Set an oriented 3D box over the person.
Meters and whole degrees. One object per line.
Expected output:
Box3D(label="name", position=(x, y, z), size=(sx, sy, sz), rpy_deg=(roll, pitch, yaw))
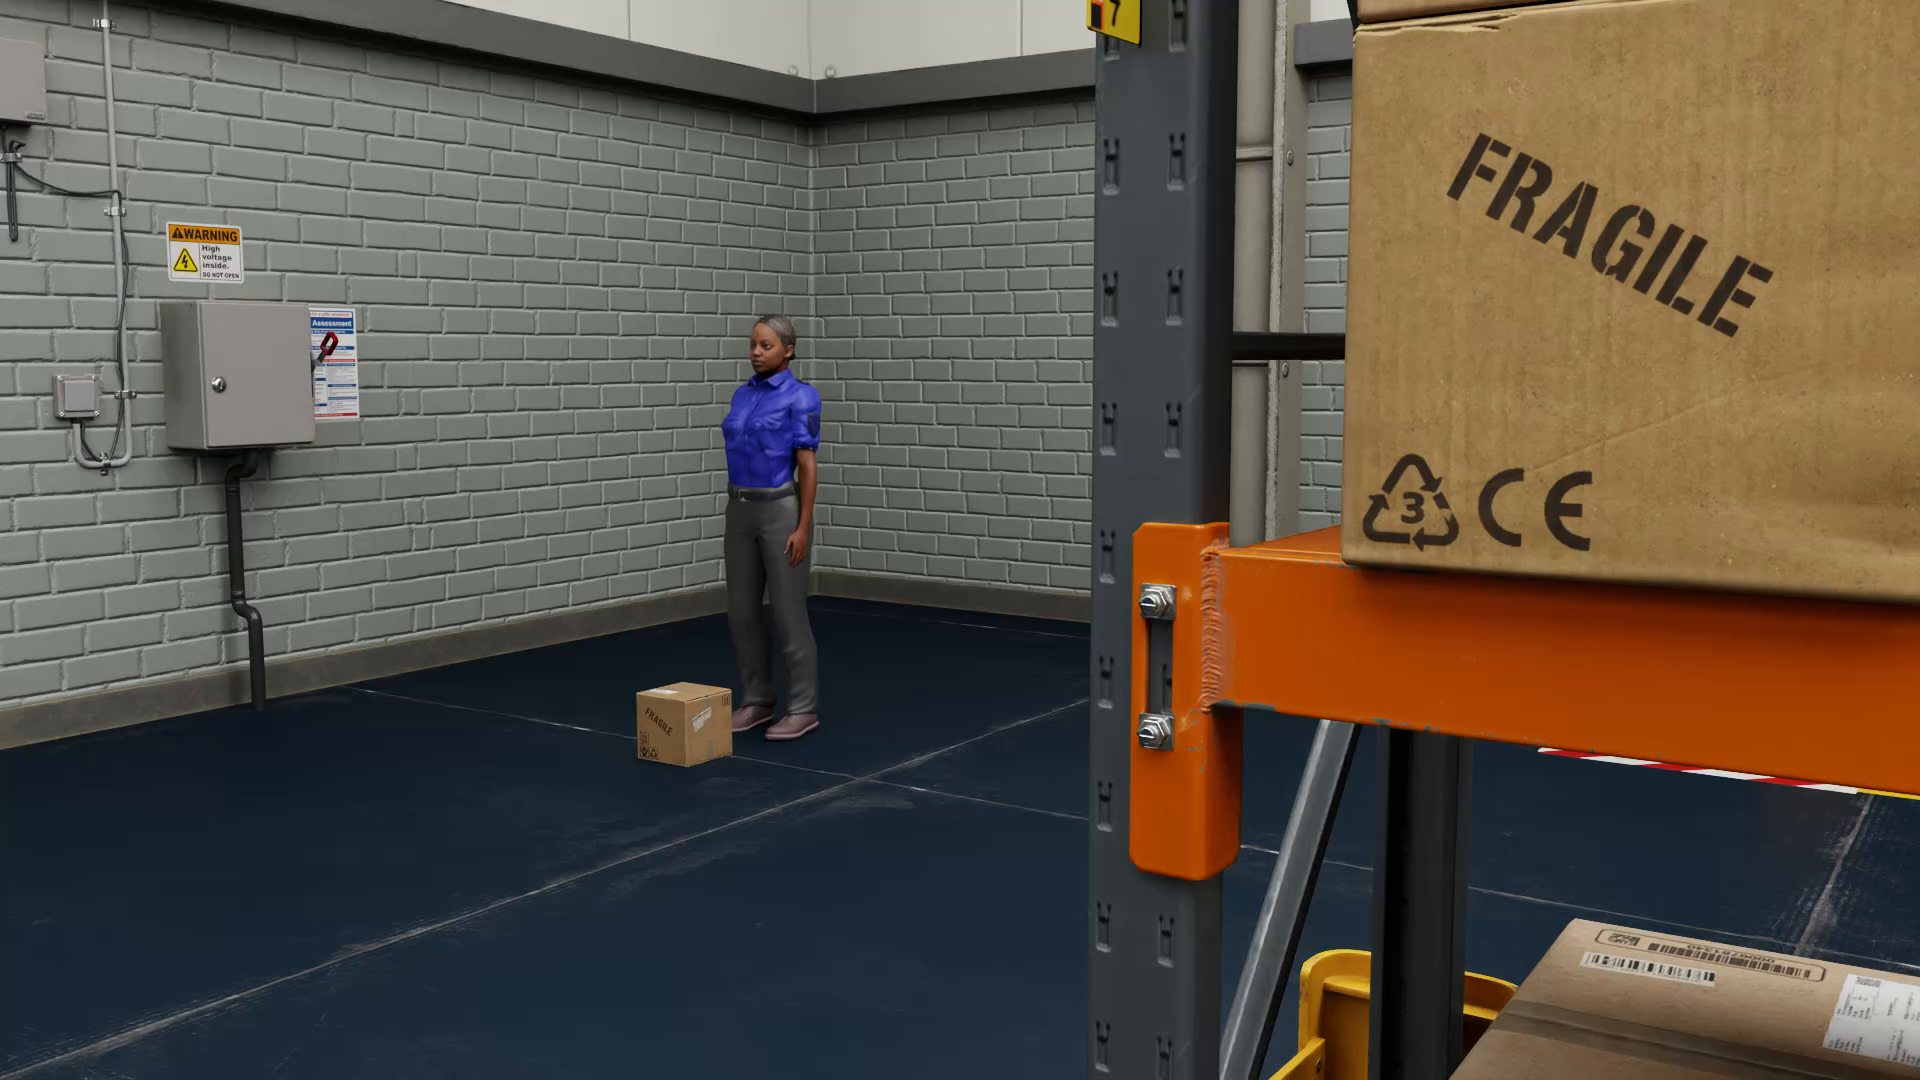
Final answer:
Box3D(label="person", position=(-0.741, -0.055, 6.533), size=(0.436, 1.657, 0.307), rpy_deg=(4, 8, 35))
